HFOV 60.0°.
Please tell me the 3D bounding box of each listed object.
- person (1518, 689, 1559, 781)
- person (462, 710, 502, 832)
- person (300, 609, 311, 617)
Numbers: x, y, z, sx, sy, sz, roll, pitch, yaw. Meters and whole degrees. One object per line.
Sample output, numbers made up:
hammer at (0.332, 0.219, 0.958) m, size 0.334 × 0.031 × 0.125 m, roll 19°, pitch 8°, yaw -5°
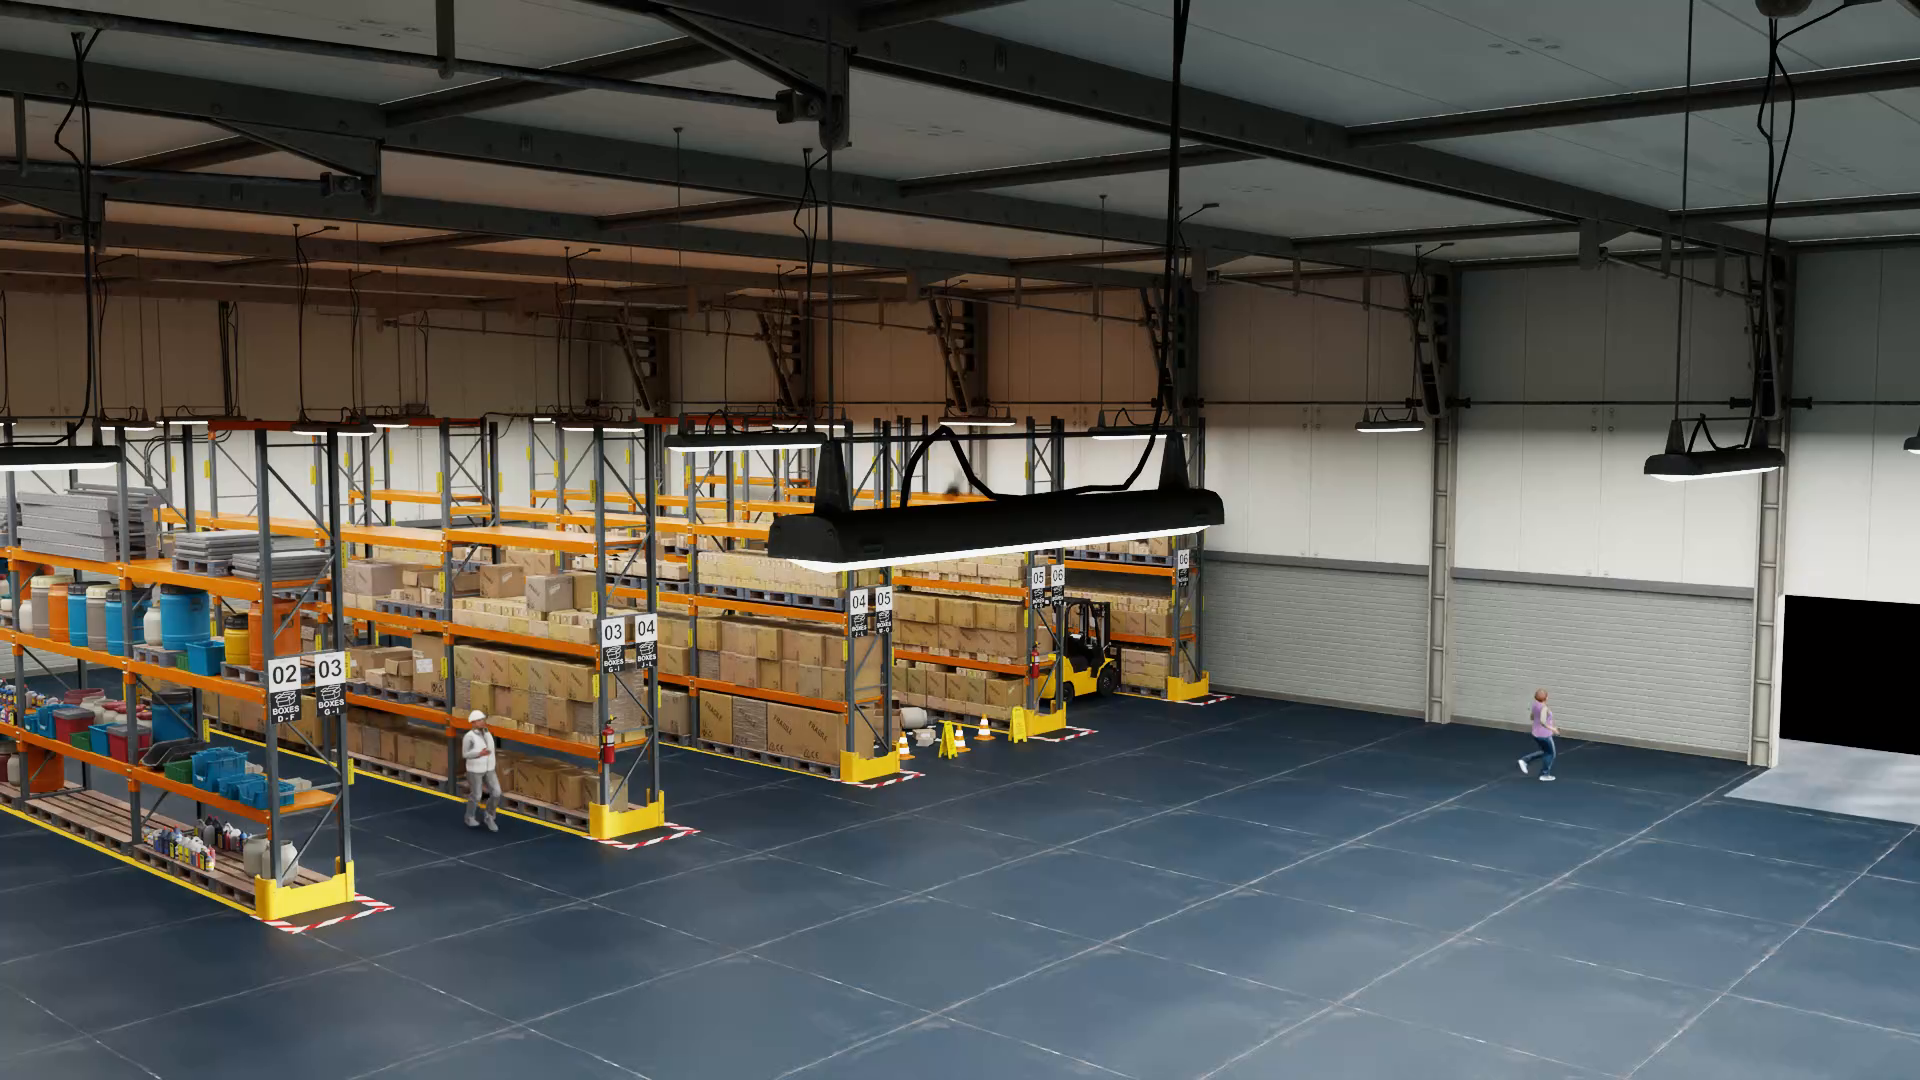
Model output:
person at (9.664, 3.251, 27.742) m, size 0.608 × 1.549 × 0.538 m, roll 0°, pitch 5°, yaw -5°
person at (-7.058, 3.416, 24.502) m, size 0.711 × 1.814 × 0.605 m, roll 4°, pitch 6°, yaw 39°
person at (-15.302, 2.353, 38.133) m, size 0.763 × 1.620 × 0.870 m, roll 2°, pitch 5°, yaw 26°
